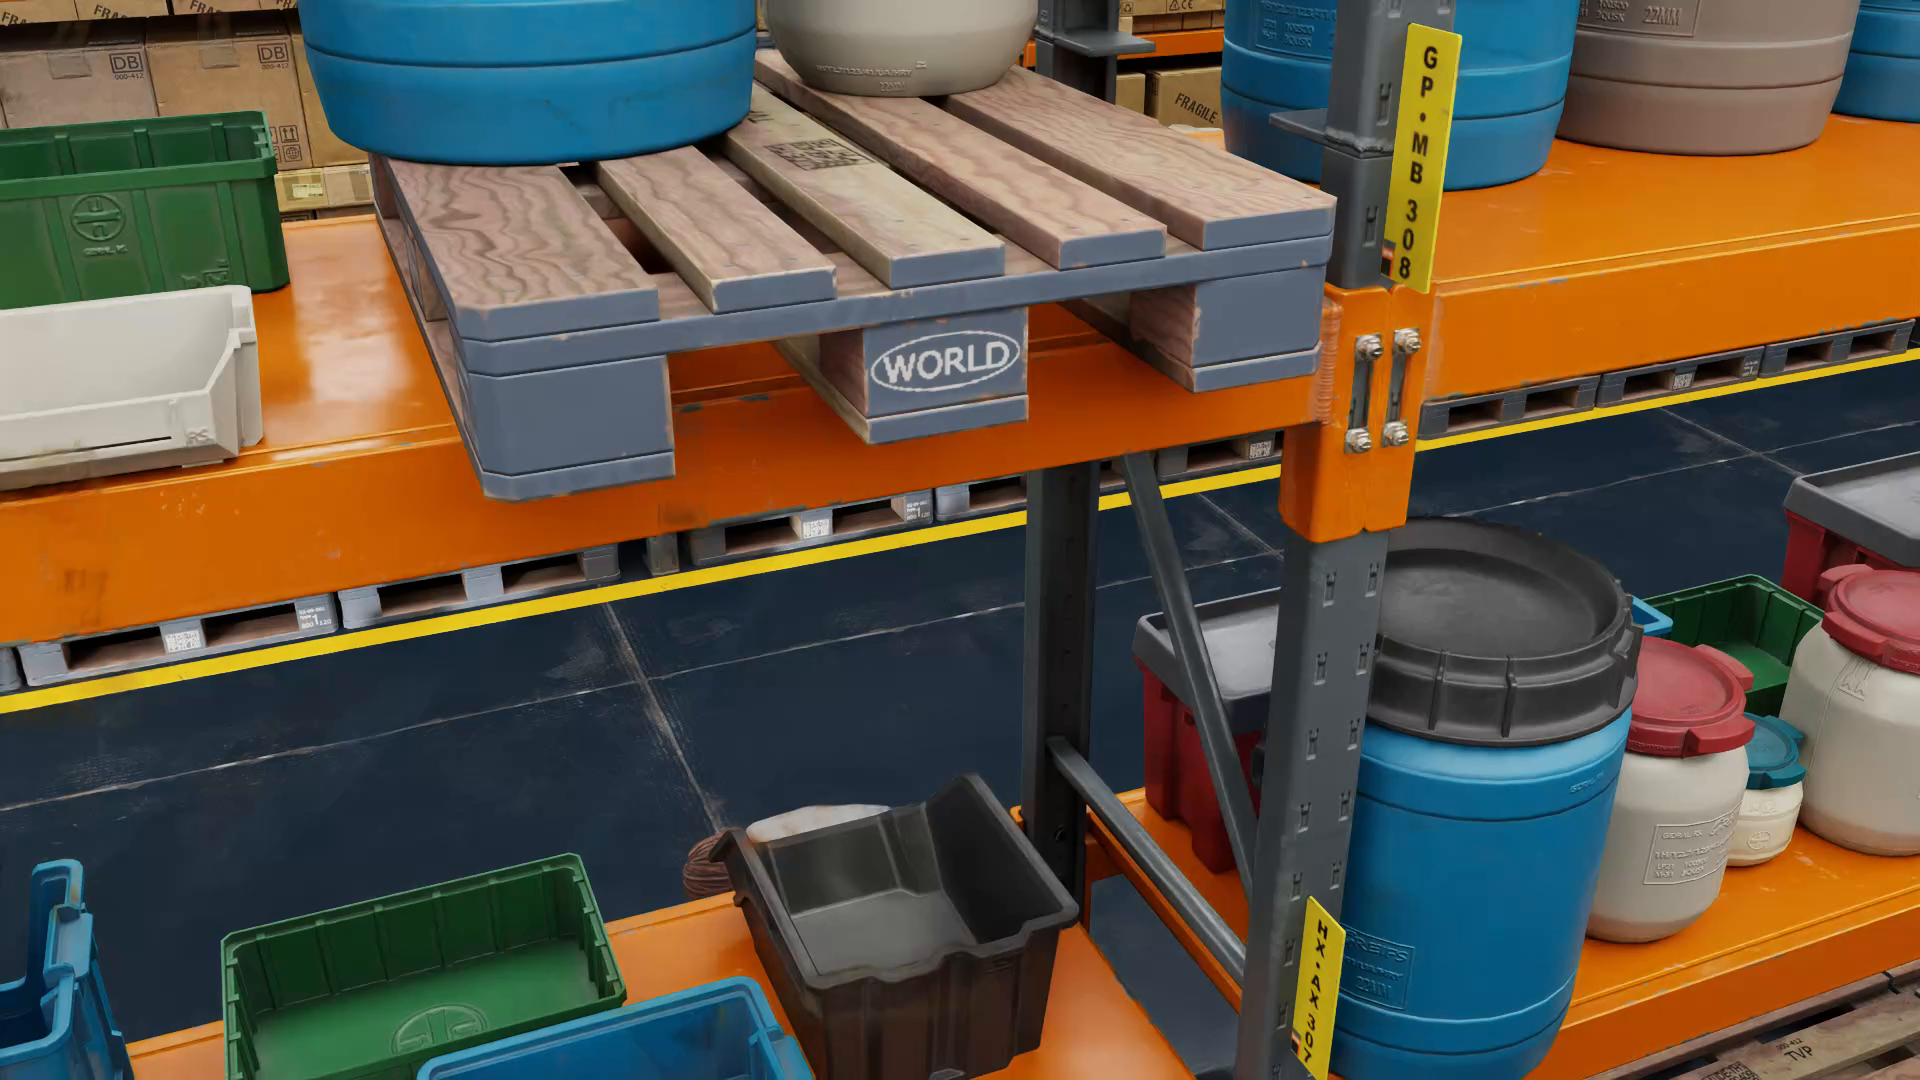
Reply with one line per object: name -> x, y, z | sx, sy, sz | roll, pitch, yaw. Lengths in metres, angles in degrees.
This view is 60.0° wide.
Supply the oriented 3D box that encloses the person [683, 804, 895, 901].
person -> -0.409, 1.114, 4.972 | 0.836, 0.759, 0.434 | -11, 28, -21
